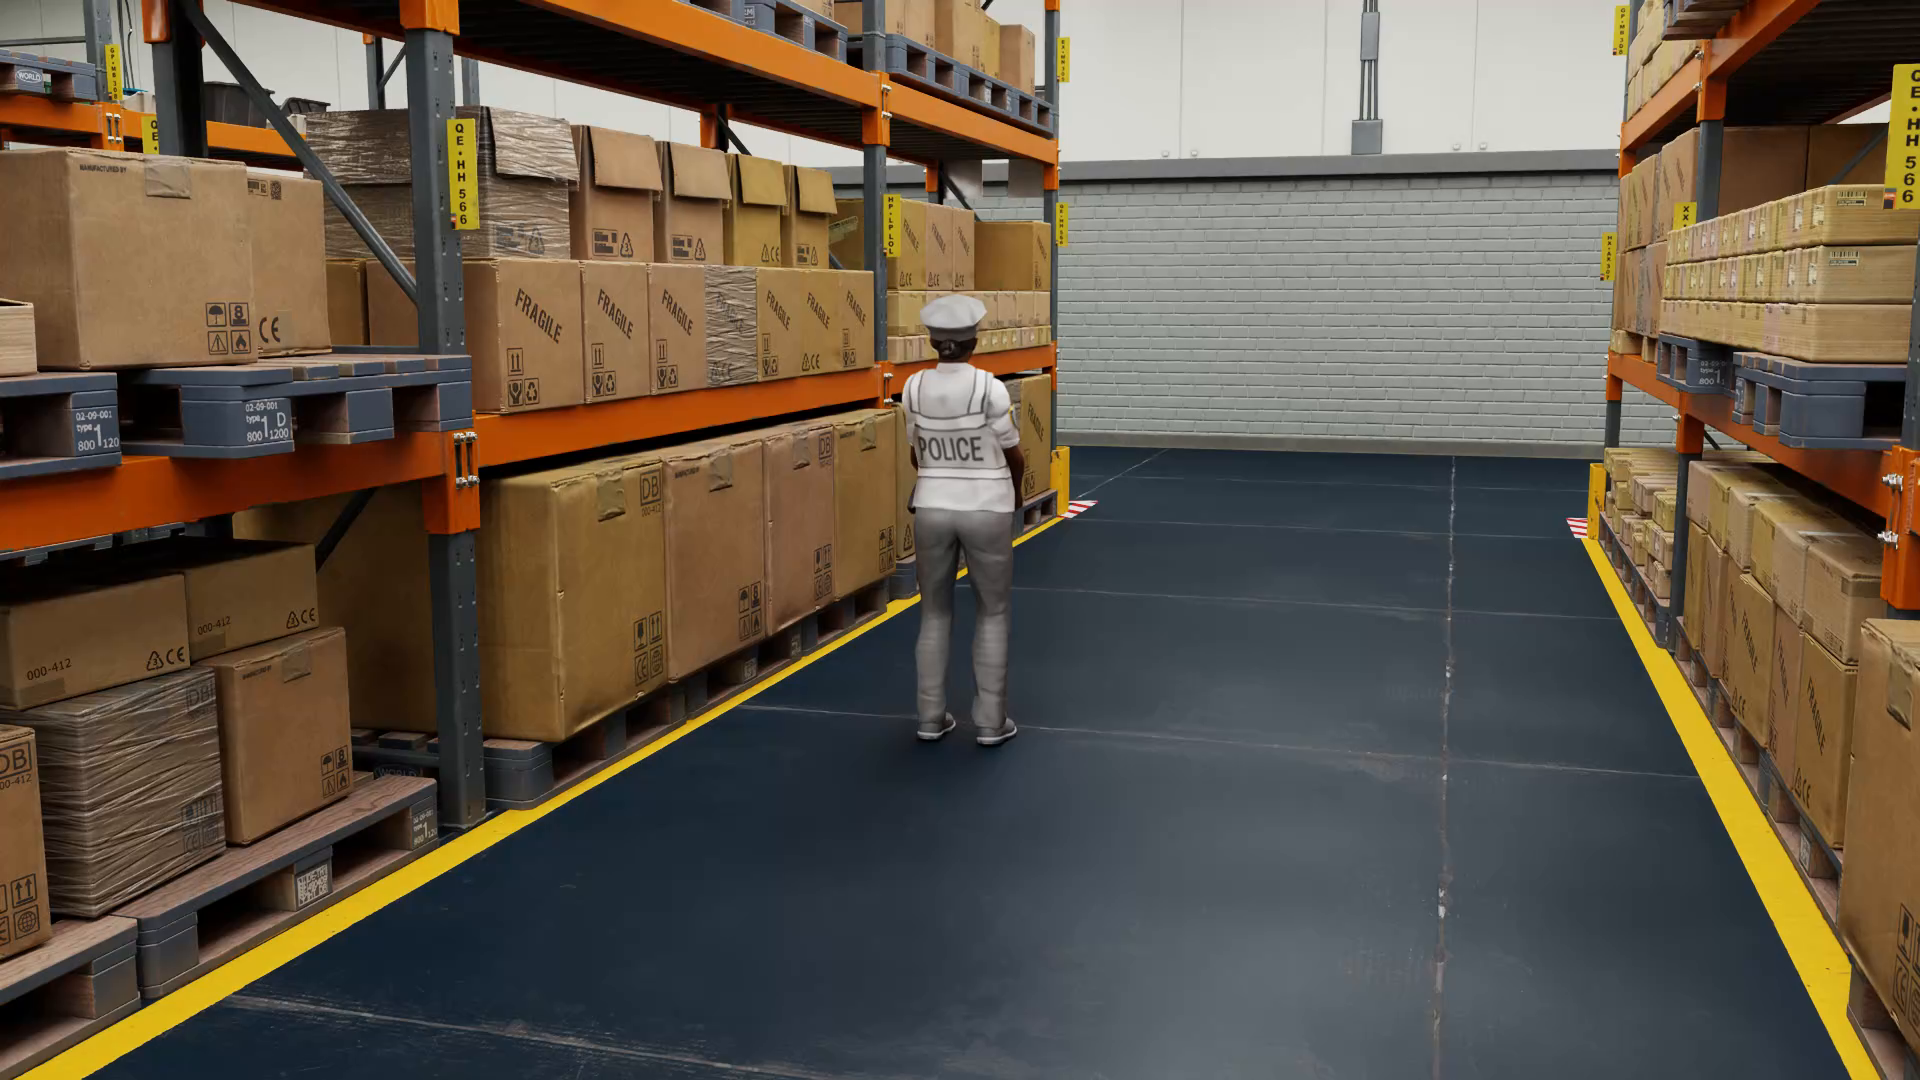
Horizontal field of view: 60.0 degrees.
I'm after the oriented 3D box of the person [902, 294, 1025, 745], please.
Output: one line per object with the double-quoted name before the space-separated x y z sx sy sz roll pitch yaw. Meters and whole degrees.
"person" 0.034 -0.084 6.329 0.451 1.688 0.525 3 9 17
